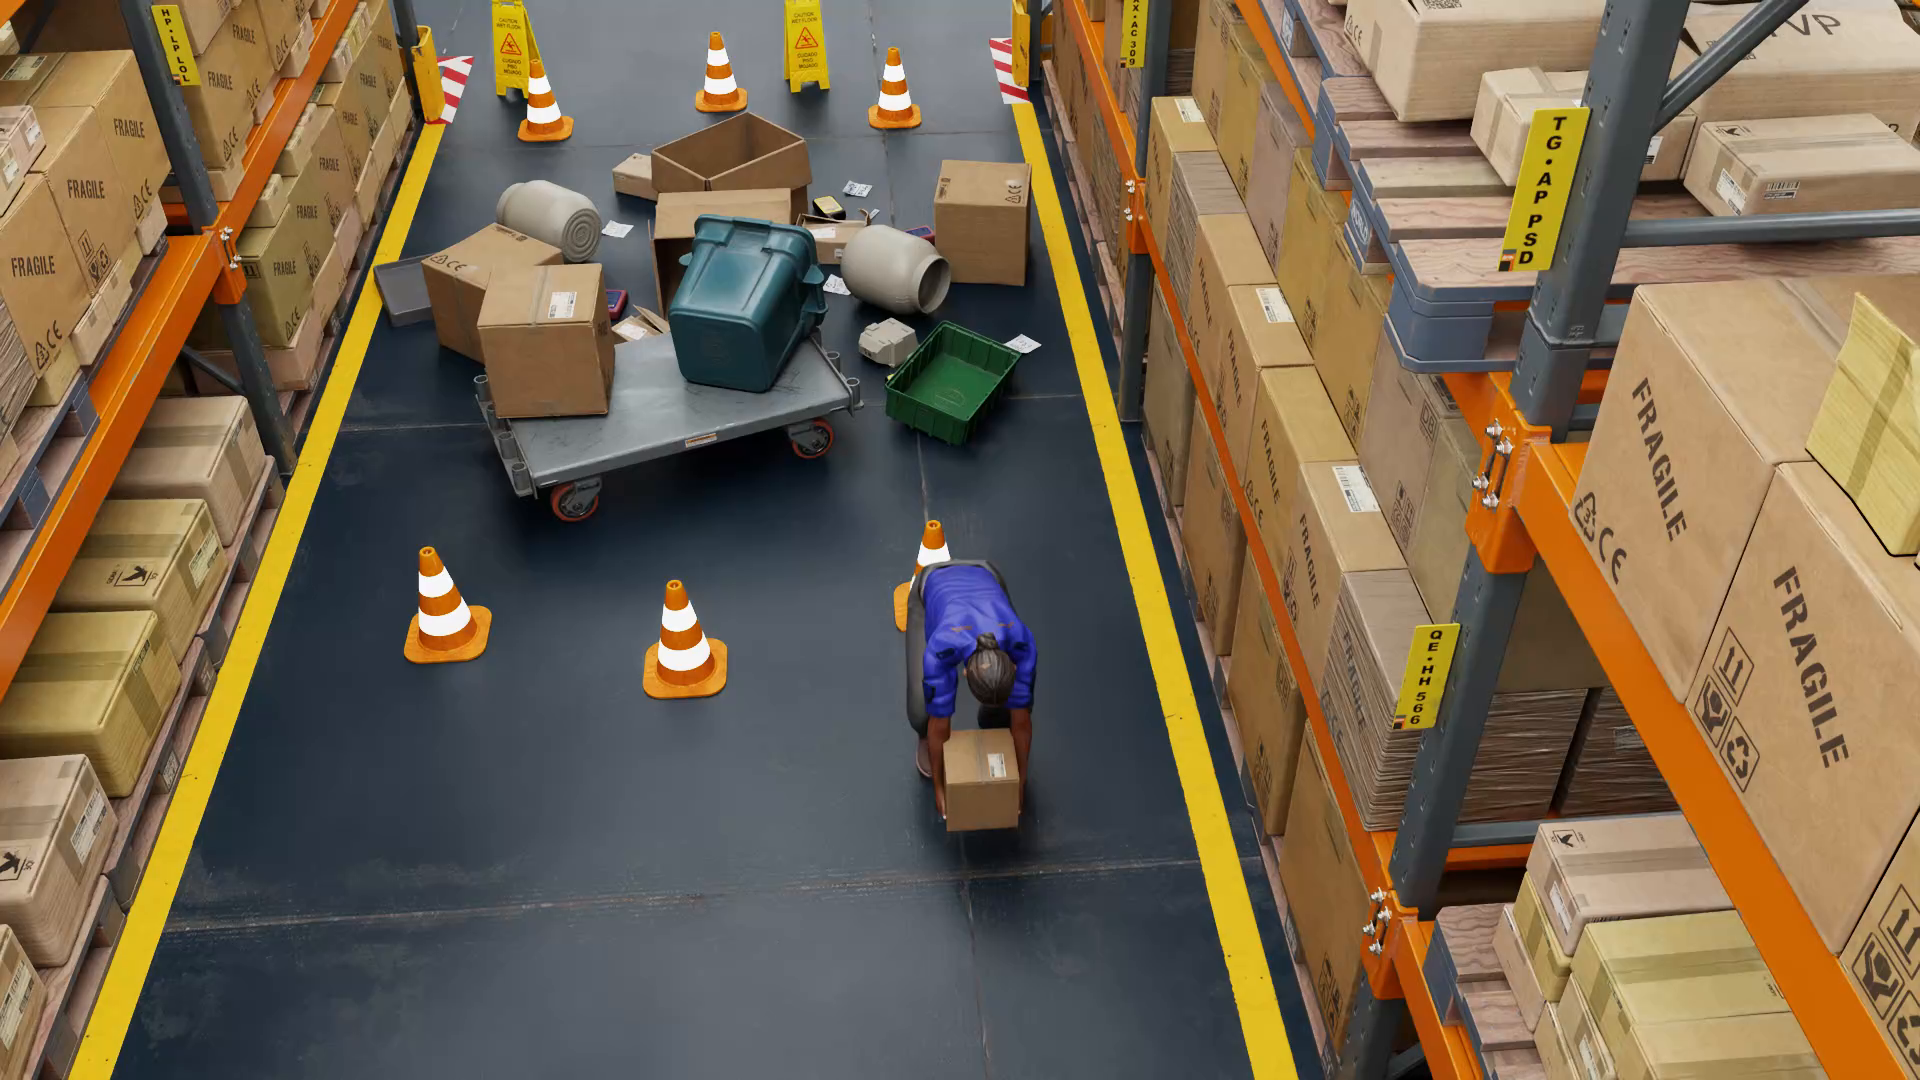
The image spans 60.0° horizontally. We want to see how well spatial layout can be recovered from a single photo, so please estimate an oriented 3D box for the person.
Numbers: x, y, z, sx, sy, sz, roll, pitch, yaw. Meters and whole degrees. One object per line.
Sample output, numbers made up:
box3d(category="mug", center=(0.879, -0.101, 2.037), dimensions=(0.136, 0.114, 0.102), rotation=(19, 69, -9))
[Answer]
box3d(category="person", center=(0.040, 0.547, 6.018), dimensions=(0.465, 0.996, 0.862), rotation=(-5, 40, -6))
